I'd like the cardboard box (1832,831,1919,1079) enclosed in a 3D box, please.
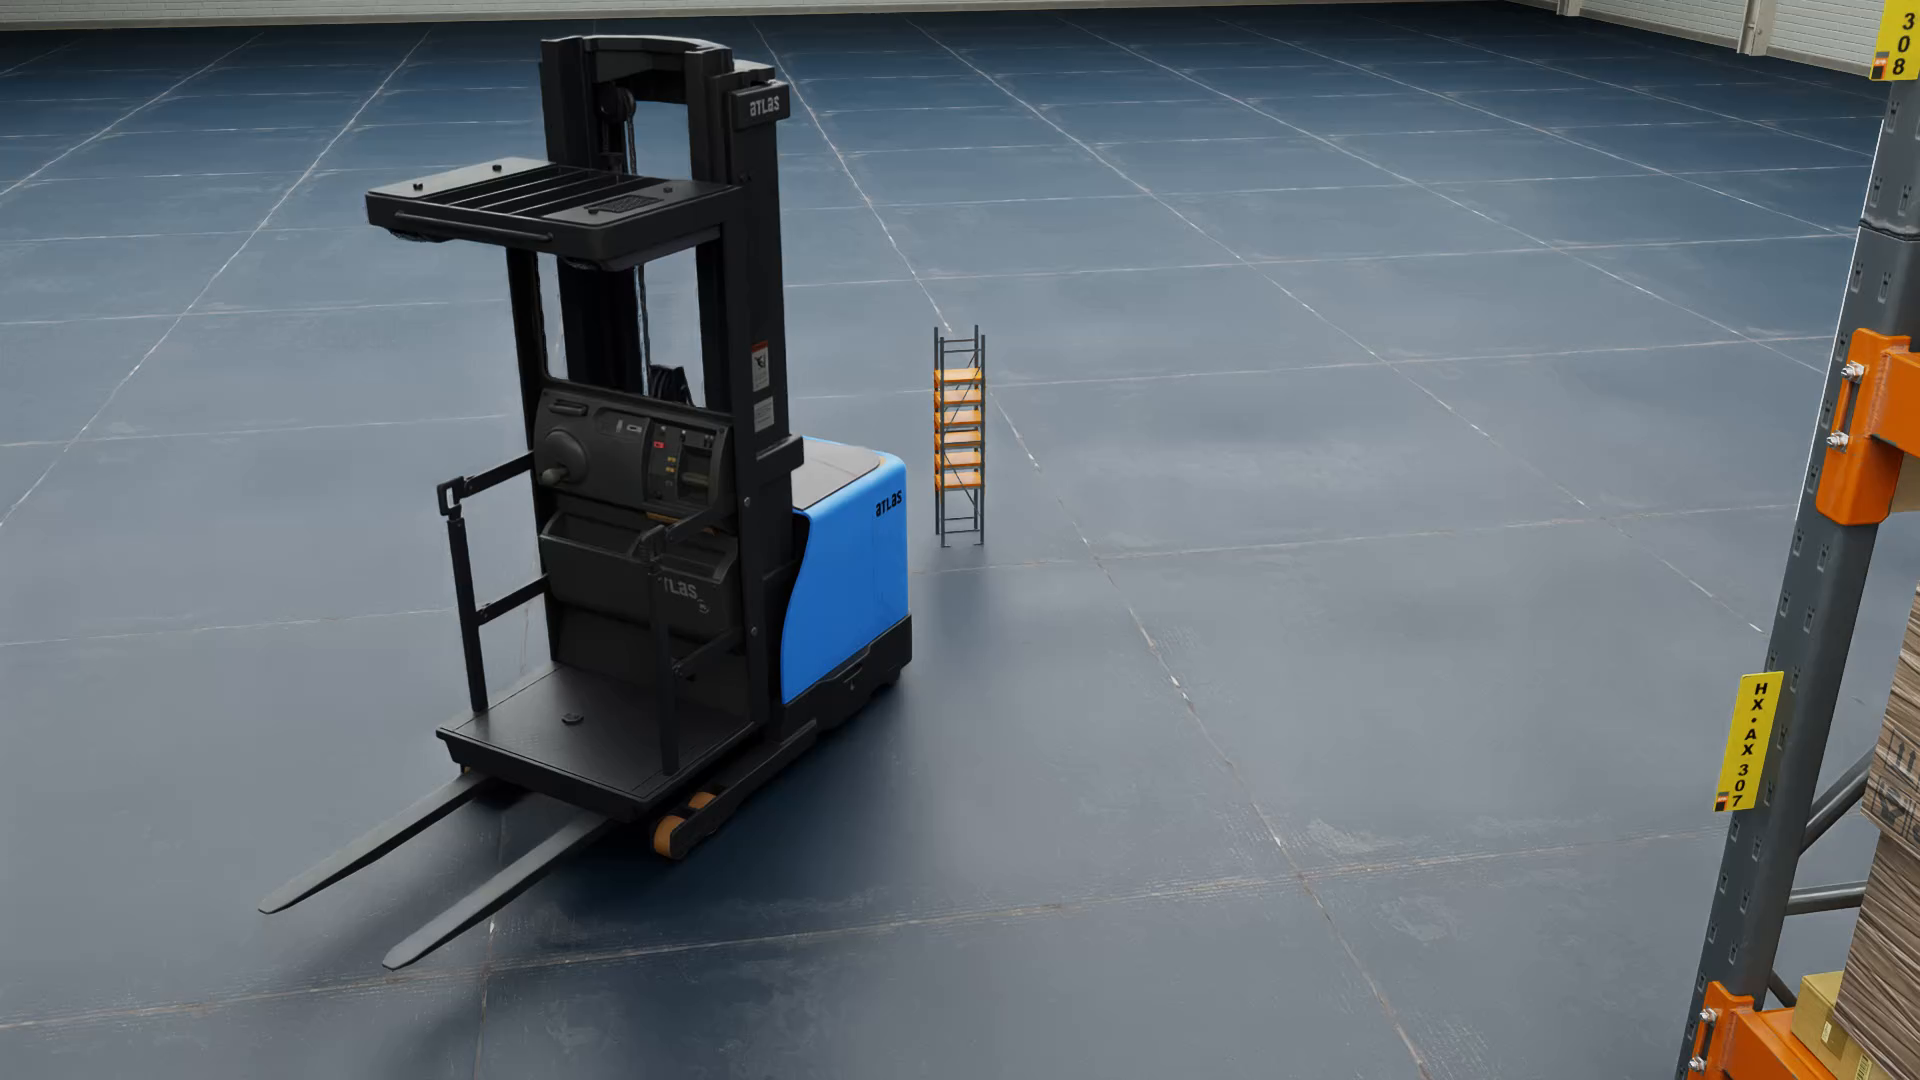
[{"bbox_3d":[2.249,0.814,3.142,0.875,0.500,0.500,-4,24,-10],"label":"cardboard box"}]

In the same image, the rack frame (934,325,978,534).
[{"bbox_3d":[-0.020,-0.592,9.105,0.240,1.200,0.006,-4,24,-10],"label":"rack frame"}]

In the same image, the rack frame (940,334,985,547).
[{"bbox_3d":[0.014,-0.520,8.940,0.240,1.200,0.006,-4,24,-10],"label":"rack frame"}]

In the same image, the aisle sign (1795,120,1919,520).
[{"bbox_3d":[1.868,-0.416,3.206,0.394,0.787,0.004,-4,24,-10],"label":"aisle sign"}]

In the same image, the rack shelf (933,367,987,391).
[{"bbox_3d":[-0.003,-0.845,8.897,0.258,0.103,0.180,-4,24,-10],"label":"rack shelf"}]

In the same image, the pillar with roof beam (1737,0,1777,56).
[{"bbox_3d":[9.089,-11.981,25.440,9.100,9.000,0.400,-4,24,-10],"label":"pillar with roof beam"}]

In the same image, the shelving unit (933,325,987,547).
[{"bbox_3d":[-0.003,-0.556,9.023,0.258,1.200,0.189,-4,24,-10],"label":"shelving unit"}]

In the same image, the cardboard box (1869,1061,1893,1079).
[{"bbox_3d":[2.020,1.123,3.246,0.380,0.149,0.250,-4,24,-10],"label":"cardboard box"}]

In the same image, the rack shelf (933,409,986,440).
[{"bbox_3d":[-0.003,-0.625,8.993,0.258,0.103,0.180,-4,24,-10],"label":"rack shelf"}]

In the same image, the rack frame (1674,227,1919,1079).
[{"bbox_3d":[2.174,0.778,3.721,1.000,3.000,0.127,-4,24,-10],"label":"rack frame"}]

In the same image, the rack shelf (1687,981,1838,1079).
[{"bbox_3d":[2.544,1.894,2.064,1.077,0.370,4.000,-4,24,-10],"label":"rack shelf"}]

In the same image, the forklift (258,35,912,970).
[{"bbox_3d":[-1.395,-0.319,6.319,1.130,2.935,3.031,13,27,27],"label":"forklift"}]

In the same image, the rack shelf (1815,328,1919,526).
[{"bbox_3d":[2.544,0.520,1.464,1.077,0.370,4.000,-4,24,-10],"label":"rack shelf"}]

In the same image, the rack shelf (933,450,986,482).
[{"bbox_3d":[-0.003,-0.405,9.089,0.258,0.103,0.180,-4,24,-10],"label":"rack shelf"}]

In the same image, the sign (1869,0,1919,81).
[{"bbox_3d":[1.641,-0.957,2.854,0.100,0.325,0.005,-4,24,-10],"label":"sign"}]

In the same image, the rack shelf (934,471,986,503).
[{"bbox_3d":[-0.003,-0.295,9.137,0.258,0.103,0.180,-4,24,-10],"label":"rack shelf"}]

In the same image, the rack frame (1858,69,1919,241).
[{"bbox_3d":[2.174,-1.971,2.520,1.000,3.000,0.127,-4,24,-10],"label":"rack frame"}]

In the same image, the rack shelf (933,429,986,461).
[{"bbox_3d":[-0.003,-0.515,9.041,0.258,0.103,0.180,-4,24,-10],"label":"rack shelf"}]

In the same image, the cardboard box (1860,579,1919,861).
[{"bbox_3d":[2.008,0.374,2.900,0.500,0.500,0.500,-4,24,-10],"label":"cardboard box"}]

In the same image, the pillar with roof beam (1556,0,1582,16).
[{"bbox_3d":[7.979,-14.341,30.843,9.100,9.000,0.400,-4,24,-10],"label":"pillar with roof beam"}]

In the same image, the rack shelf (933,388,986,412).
[{"bbox_3d":[-0.003,-0.735,8.945,0.258,0.103,0.180,-4,24,-10],"label":"rack shelf"}]

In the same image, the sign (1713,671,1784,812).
[{"bbox_3d":[1.641,0.421,3.456,0.100,0.325,0.005,-4,24,-10],"label":"sign"}]

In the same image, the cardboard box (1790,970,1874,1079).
[{"bbox_3d":[1.992,1.023,3.474,0.380,0.149,0.250,-4,24,-10],"label":"cardboard box"}]
